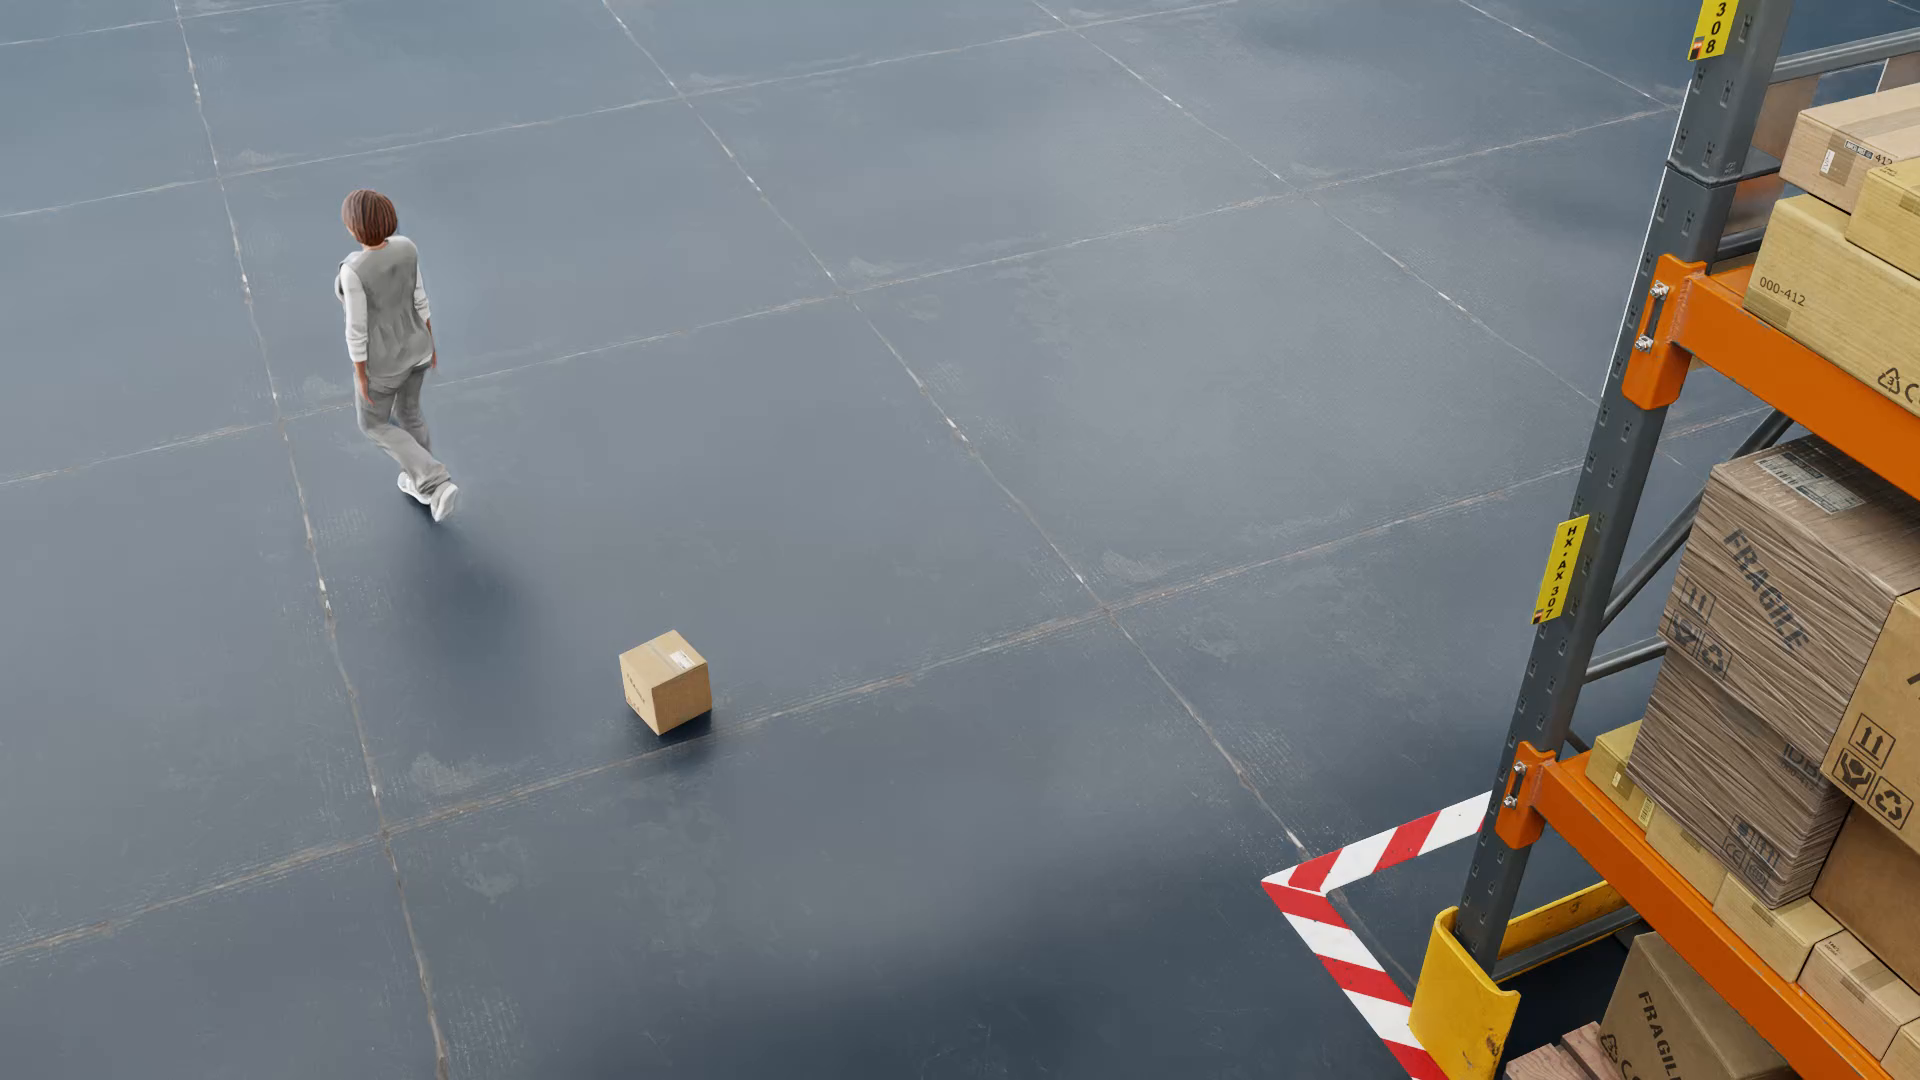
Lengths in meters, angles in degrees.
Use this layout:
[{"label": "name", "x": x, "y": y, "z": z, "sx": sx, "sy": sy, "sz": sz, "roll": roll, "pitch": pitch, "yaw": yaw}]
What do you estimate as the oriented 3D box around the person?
[{"label": "person", "x": -2.399, "y": -0.762, "z": 7.113, "sx": 0.584, "sy": 1.576, "sz": 0.429, "roll": 22, "pitch": 43, "yaw": 26}]
